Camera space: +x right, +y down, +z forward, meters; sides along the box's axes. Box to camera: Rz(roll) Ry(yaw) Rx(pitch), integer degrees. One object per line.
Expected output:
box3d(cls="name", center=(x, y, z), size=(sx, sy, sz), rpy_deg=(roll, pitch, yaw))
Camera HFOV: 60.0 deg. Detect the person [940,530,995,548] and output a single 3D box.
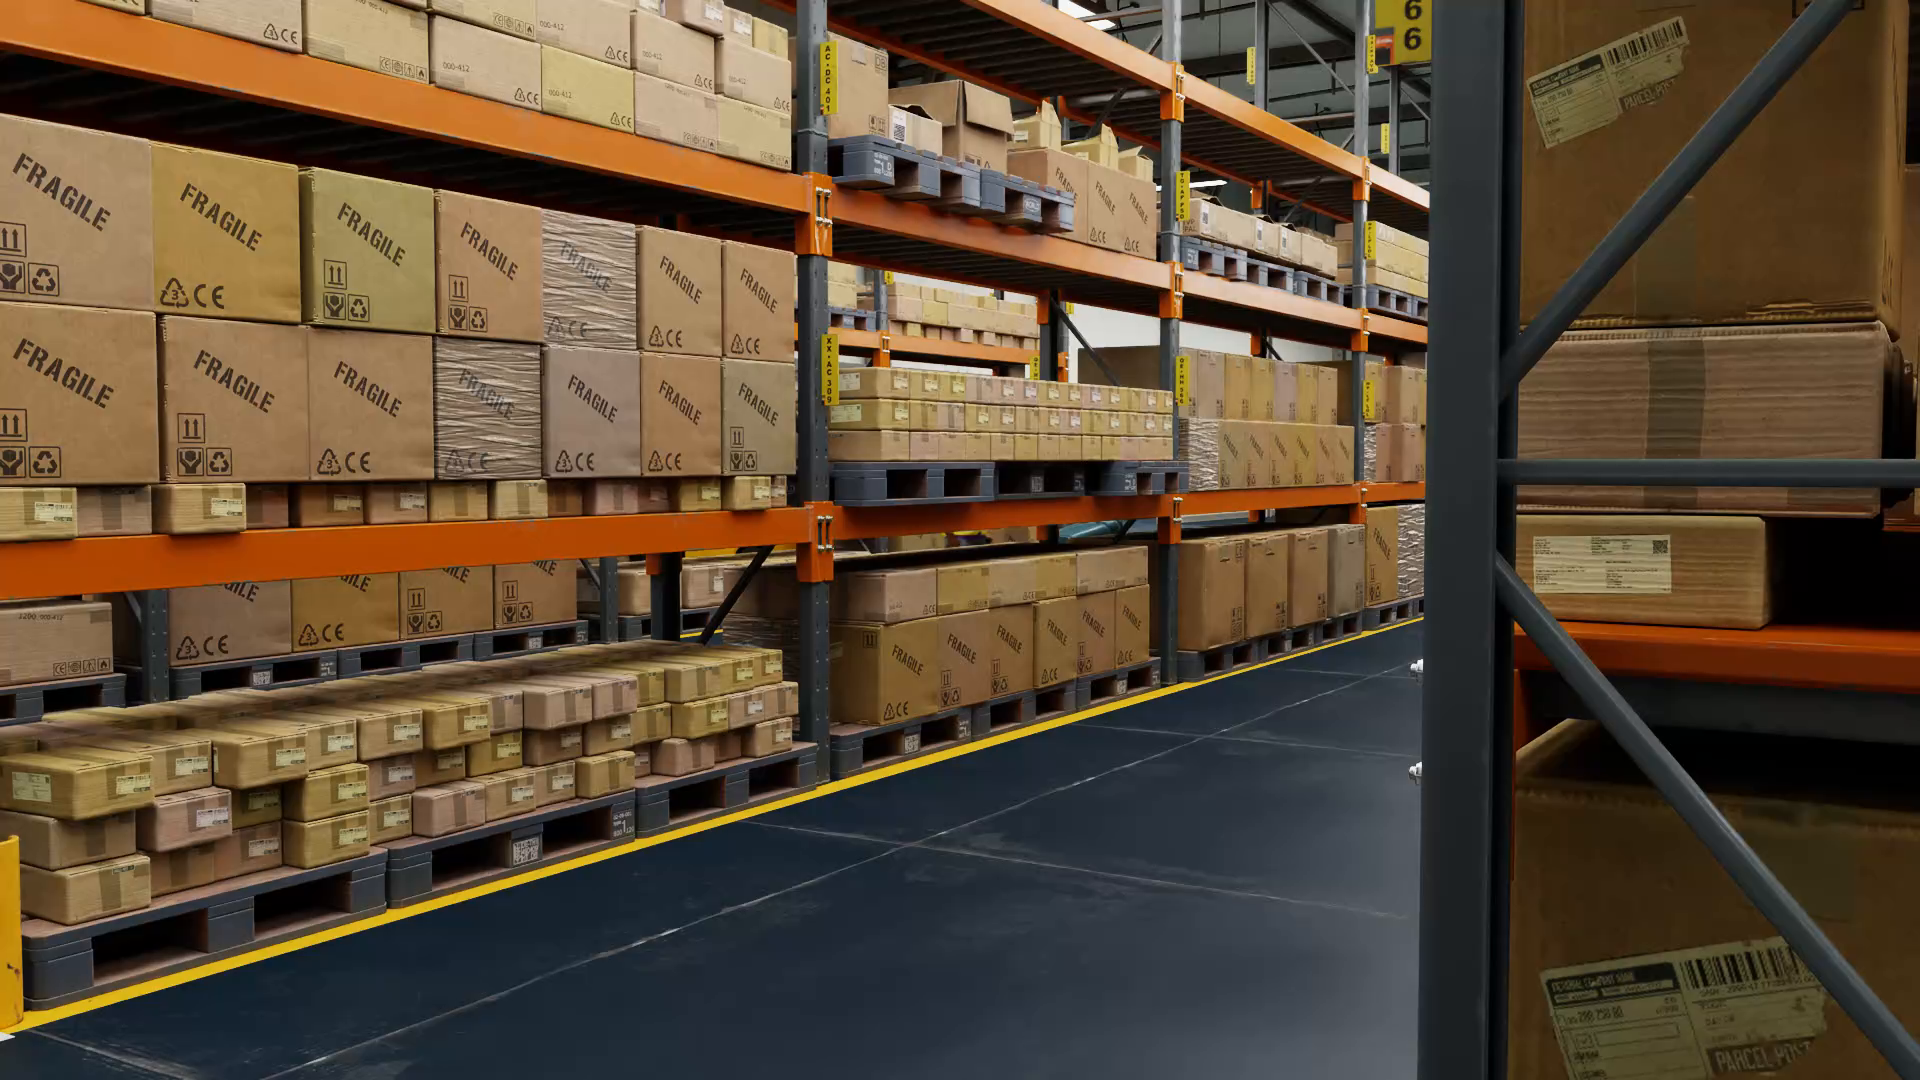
box3d(cls="person", center=(0.045, -0.016, 13.533), size=(0.368, 1.759, 0.568), rpy_deg=(2, 3, 32))
